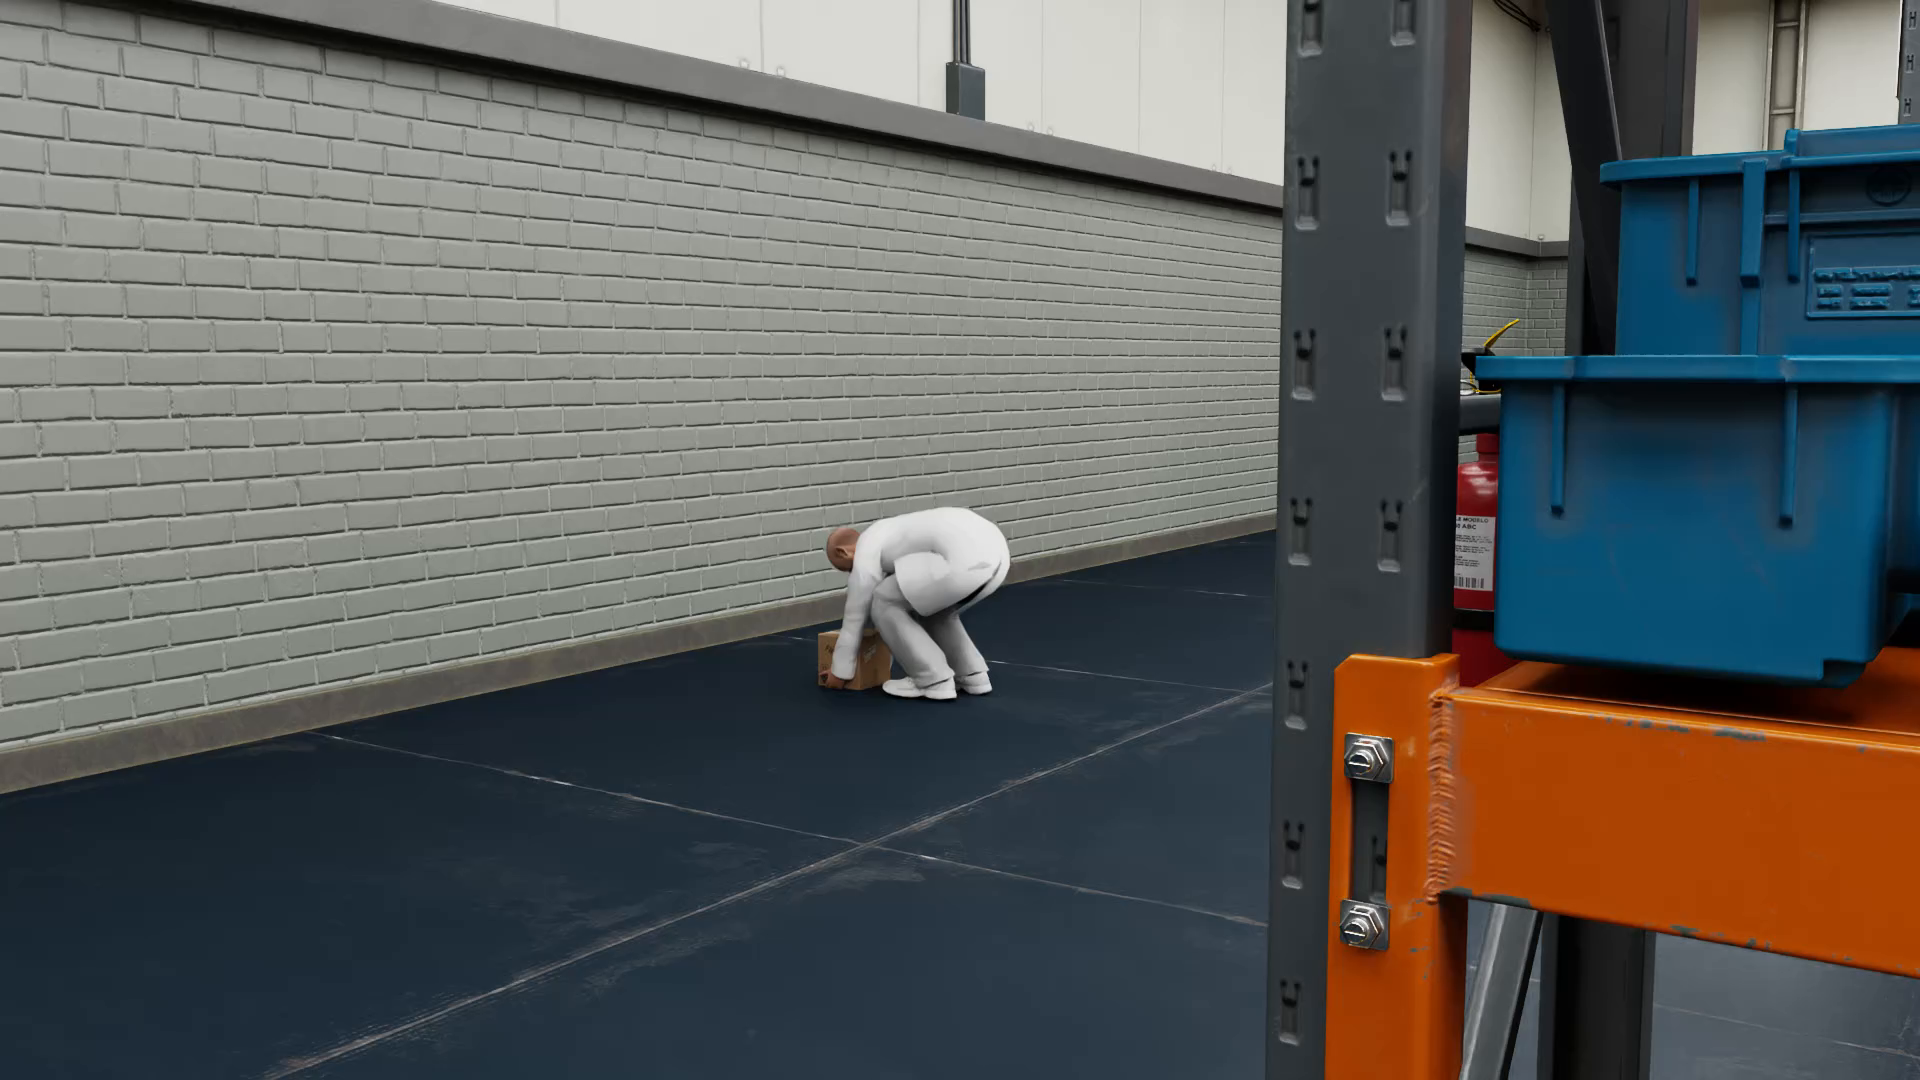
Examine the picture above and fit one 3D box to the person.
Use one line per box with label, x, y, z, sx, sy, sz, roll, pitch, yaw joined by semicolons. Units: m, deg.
person;-0.214;0.290;7.834;0.952;0.898;0.585;4;7;31
